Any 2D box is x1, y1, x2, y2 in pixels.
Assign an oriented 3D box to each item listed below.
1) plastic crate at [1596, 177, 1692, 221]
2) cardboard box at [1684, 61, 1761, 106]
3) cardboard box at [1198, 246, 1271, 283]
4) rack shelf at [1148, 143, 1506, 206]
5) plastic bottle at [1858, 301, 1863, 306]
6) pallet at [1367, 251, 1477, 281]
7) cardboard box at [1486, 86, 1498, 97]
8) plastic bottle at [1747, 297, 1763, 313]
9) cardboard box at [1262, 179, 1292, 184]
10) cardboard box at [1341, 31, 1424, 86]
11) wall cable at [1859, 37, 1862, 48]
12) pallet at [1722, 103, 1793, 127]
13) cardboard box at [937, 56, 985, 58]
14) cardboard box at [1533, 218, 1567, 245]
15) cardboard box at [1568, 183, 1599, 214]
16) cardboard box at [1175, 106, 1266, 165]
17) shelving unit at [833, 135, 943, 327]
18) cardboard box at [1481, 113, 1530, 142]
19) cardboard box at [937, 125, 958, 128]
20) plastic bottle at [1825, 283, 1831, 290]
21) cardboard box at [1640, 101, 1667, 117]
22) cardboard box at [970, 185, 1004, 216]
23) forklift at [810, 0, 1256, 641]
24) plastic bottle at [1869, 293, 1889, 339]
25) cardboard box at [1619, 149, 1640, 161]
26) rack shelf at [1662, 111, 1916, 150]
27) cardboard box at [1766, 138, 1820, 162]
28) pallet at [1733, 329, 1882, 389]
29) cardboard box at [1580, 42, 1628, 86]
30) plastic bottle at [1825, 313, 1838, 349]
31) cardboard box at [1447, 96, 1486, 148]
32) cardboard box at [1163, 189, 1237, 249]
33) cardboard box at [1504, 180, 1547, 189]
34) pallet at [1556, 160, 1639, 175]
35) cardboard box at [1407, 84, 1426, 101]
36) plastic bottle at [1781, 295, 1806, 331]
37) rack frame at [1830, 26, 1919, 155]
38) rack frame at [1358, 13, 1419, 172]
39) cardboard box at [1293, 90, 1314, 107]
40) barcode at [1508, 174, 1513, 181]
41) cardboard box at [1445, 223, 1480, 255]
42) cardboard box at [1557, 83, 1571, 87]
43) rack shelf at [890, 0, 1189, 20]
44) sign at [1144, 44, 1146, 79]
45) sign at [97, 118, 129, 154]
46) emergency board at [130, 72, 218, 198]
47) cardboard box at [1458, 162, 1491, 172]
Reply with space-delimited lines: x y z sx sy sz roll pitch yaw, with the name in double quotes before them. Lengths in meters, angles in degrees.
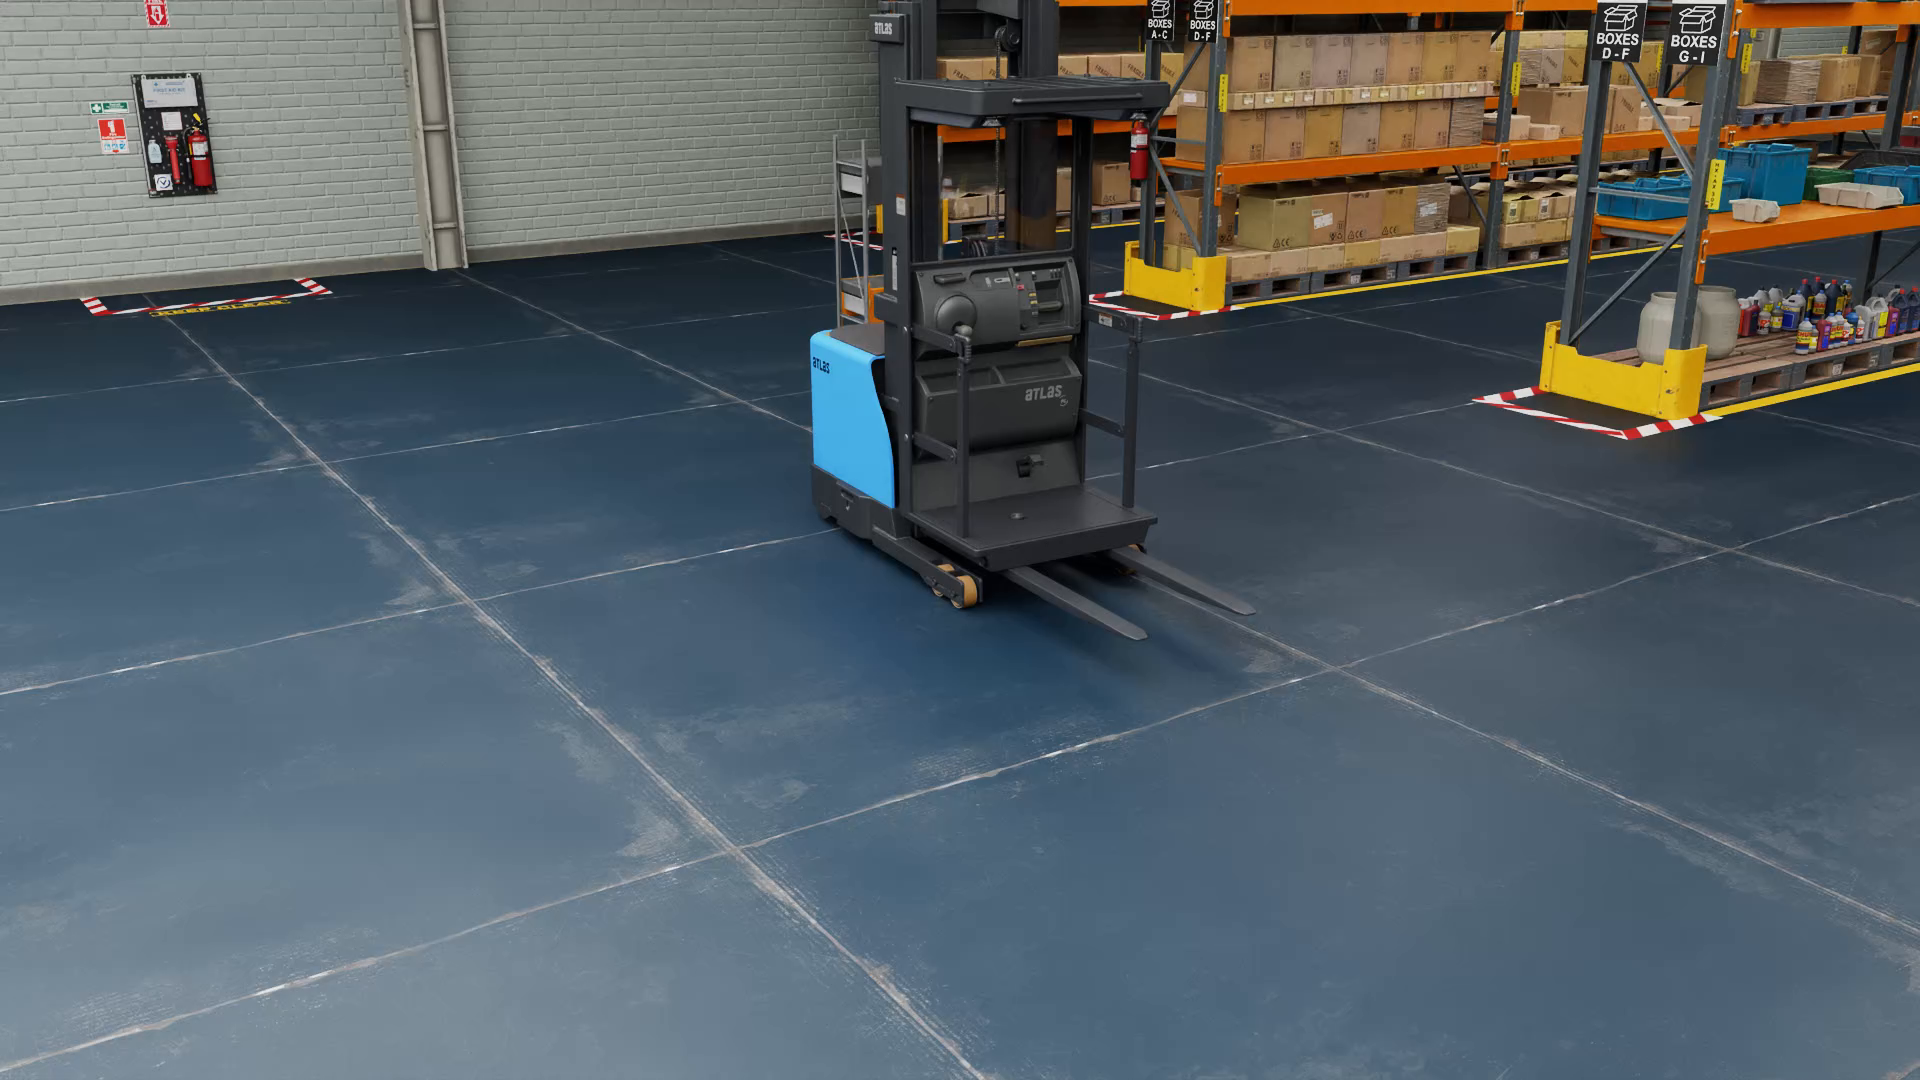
"plastic crate" 5.056 -2.517 12.239 0.616 0.251 0.499 -12 22 -31
"cardboard box" 9.227 -5.541 20.141 0.700 0.500 0.500 14 23 35
"cardboard box" 2.651 -2.676 16.115 0.500 0.250 0.500 -12 22 -31
"rack shelf" 3.752 -3.756 16.796 4.000 0.370 1.077 -12 22 -31
"plastic bottle" 7.256 -1.787 13.402 0.133 0.283 0.061 -12 22 -31
"pallet" 4.735 -3.000 17.788 1.213 0.211 1.003 -12 22 -31
"cardboard box" 7.712 -6.638 24.557 0.250 0.149 0.380 -12 22 -31
"plastic bottle" 6.436 -1.840 13.569 0.135 0.276 0.152 -13 22 -33
"cardboard box" 4.152 -5.116 22.909 0.500 0.500 0.700 -12 22 -31
"cardboard box" 4.215 -4.854 16.738 0.500 0.500 0.700 -12 22 -31
"wall cable" 17.637 -10.159 30.093 0.112 2.526 3.097 -12 22 -31
"pallet" 9.290 -5.201 20.246 1.003 0.211 1.213 -12 22 -31
"cardboard box" 0.056 -5.589 20.125 0.500 0.500 0.500 -12 22 -31
"cardboard box" 6.323 -3.440 18.375 0.500 0.250 0.500 -11 22 -30
"cardboard box" 7.187 -3.889 18.826 0.500 0.311 0.500 -11 22 -30
"cardboard box" 2.478 -3.871 15.855 0.500 0.500 0.700 -12 22 -31
"shelving unit" -0.419 -1.339 9.926 0.503 2.100 0.431 -10 21 -28
"cardboard box" 5.809 -4.477 18.038 0.500 0.250 0.500 -10 21 -28
"cardboard box" -0.064 -5.009 19.580 0.500 0.250 0.500 -13 22 -33
"plastic bottle" 7.381 -2.039 14.158 0.135 0.276 0.152 -11 22 -29
"cardboard box" 7.909 -5.006 19.508 0.500 0.311 0.500 -12 22 -32
"cardboard box" 0.457 -4.202 20.502 0.500 0.311 0.500 -10 21 -27
"forklift" 0.310 -1.215 8.262 1.130 2.935 3.031 -10 21 -28
"plastic bottle" 7.334 -1.796 13.323 0.185 0.351 0.144 -12 22 -32
"cardboard box" 10.478 -6.390 26.709 0.500 0.500 0.700 -12 22 -32
"rack shelf" 10.433 -5.166 20.964 4.000 0.370 1.077 -12 22 -31
"cardboard box" 10.730 -5.042 21.520 0.500 0.250 0.500 -12 22 -31
"pallet" 6.539 -1.480 13.292 1.213 0.211 1.003 -12 22 -31
"cardboard box" 9.838 -7.416 26.030 0.700 0.700 0.980 -12 22 -31
"plastic bottle" 6.774 -1.632 12.961 0.097 0.271 0.097 0 19 0
"cardboard box" 5.055 -4.417 17.470 0.500 0.500 0.700 -13 22 -33
"cardboard box" 2.365 -3.171 16.406 0.500 0.500 0.500 -12 22 -31
"cardboard box" 6.452 -3.940 18.978 0.500 0.311 0.500 -12 22 -32
"pallet" 10.054 -5.975 26.589 1.213 0.211 1.003 -12 22 -31
"cardboard box" 4.462 -4.520 16.763 0.250 0.149 0.380 -12 22 -32
"plastic bottle" 6.830 -1.868 13.651 0.135 0.276 0.152 -12 22 -31
"rack frame" 12.103 -5.859 21.891 0.127 3.000 1.000 -12 22 -31
"rack frame" 6.035 -6.478 23.724 0.127 3.000 1.000 -12 22 -31
"cardboard box" 3.167 -4.246 15.951 0.250 0.149 0.380 -12 22 -32
"barcode" 5.864 -3.862 17.702 0.075 0.075 0.001 -12 22 -31
"cardboard box" 5.155 -3.206 17.681 0.500 0.250 0.500 -12 22 -31
"cardboard box" 9.051 -6.887 25.295 0.250 0.149 0.380 -11 22 -30
"rack shelf" 1.024 -6.502 20.233 4.000 0.370 1.077 -12 22 -31
"sign" 1.794 -4.553 15.852 0.005 0.325 0.100 -12 22 -31
"sign" -8.152 -3.889 16.009 0.234 0.329 0.001 -12 22 -31
"emergency board" -7.633 -3.942 16.221 0.643 1.169 0.194 -12 22 -31
"cardboard box" 7.456 -5.906 24.732 0.750 0.750 0.750 -12 22 -32
